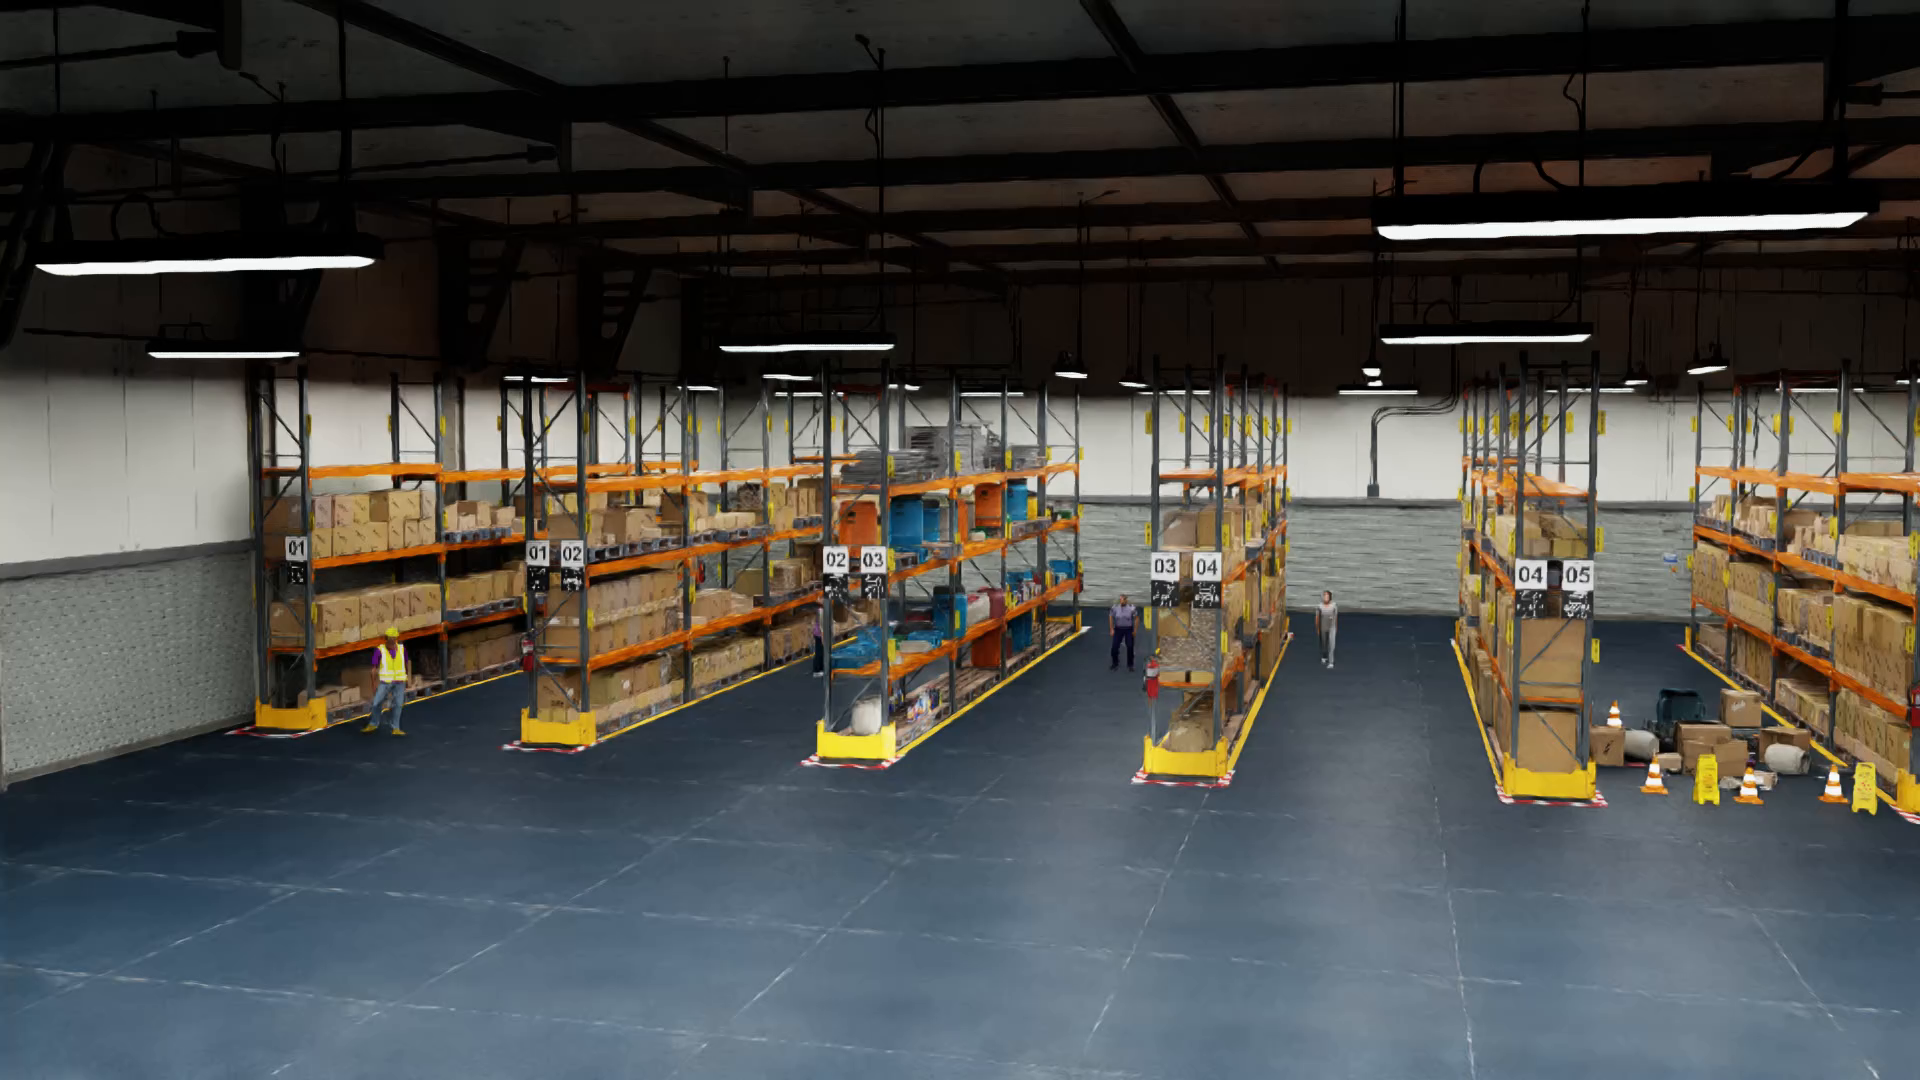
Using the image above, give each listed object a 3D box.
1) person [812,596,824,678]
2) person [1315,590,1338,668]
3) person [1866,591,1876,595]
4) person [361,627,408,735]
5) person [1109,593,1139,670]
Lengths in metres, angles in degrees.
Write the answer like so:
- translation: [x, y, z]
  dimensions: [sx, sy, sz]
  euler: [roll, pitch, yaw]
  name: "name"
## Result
- translation: [-2.740, 1.909, 33.046]
  dimensions: [0.419, 1.599, 0.499]
  euler: [-1, 4, -10]
  name: "person"
- translation: [7.582, 1.817, 34.439]
  dimensions: [0.446, 1.590, 1.110]
  euler: [1, 4, 16]
  name: "person"
- translation: [22.202, 1.332, 40.183]
  dimensions: [0.475, 1.773, 0.634]
  euler: [-1, 4, -20]
  name: "person"
- translation: [-9.290, 2.275, 26.841]
  dimensions: [0.742, 1.758, 0.520]
  euler: [-2, 4, -28]
  name: "person"
- translation: [3.343, 1.871, 33.973]
  dimensions: [0.625, 1.596, 0.517]
  euler: [1, 4, 12]
  name: "person"
